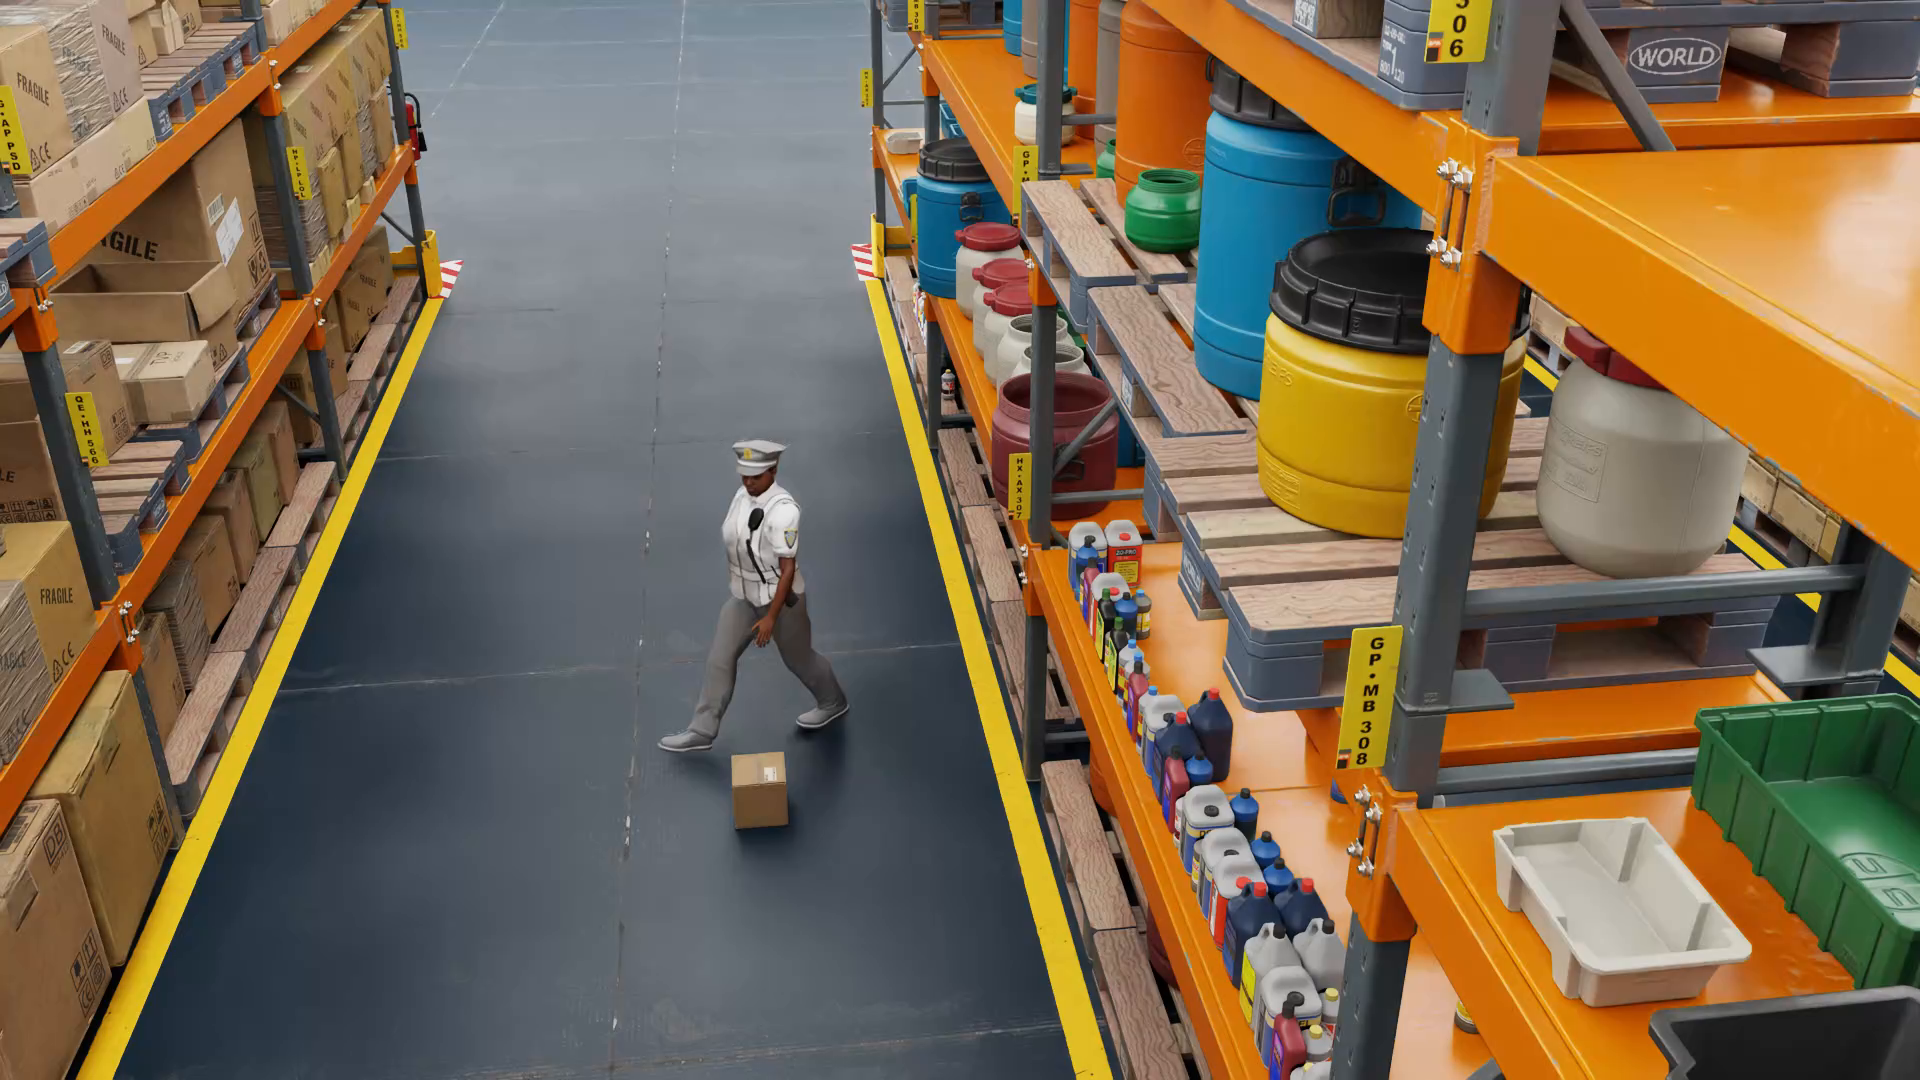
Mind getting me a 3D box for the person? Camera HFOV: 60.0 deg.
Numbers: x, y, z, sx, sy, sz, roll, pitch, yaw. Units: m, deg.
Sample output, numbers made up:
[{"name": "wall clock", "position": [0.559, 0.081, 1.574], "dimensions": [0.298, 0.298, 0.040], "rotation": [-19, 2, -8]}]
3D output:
[{"name": "person", "position": [-1.018, 0.294, 8.051], "dimensions": [0.476, 1.619, 0.979], "rotation": [24, 36, 38]}]
